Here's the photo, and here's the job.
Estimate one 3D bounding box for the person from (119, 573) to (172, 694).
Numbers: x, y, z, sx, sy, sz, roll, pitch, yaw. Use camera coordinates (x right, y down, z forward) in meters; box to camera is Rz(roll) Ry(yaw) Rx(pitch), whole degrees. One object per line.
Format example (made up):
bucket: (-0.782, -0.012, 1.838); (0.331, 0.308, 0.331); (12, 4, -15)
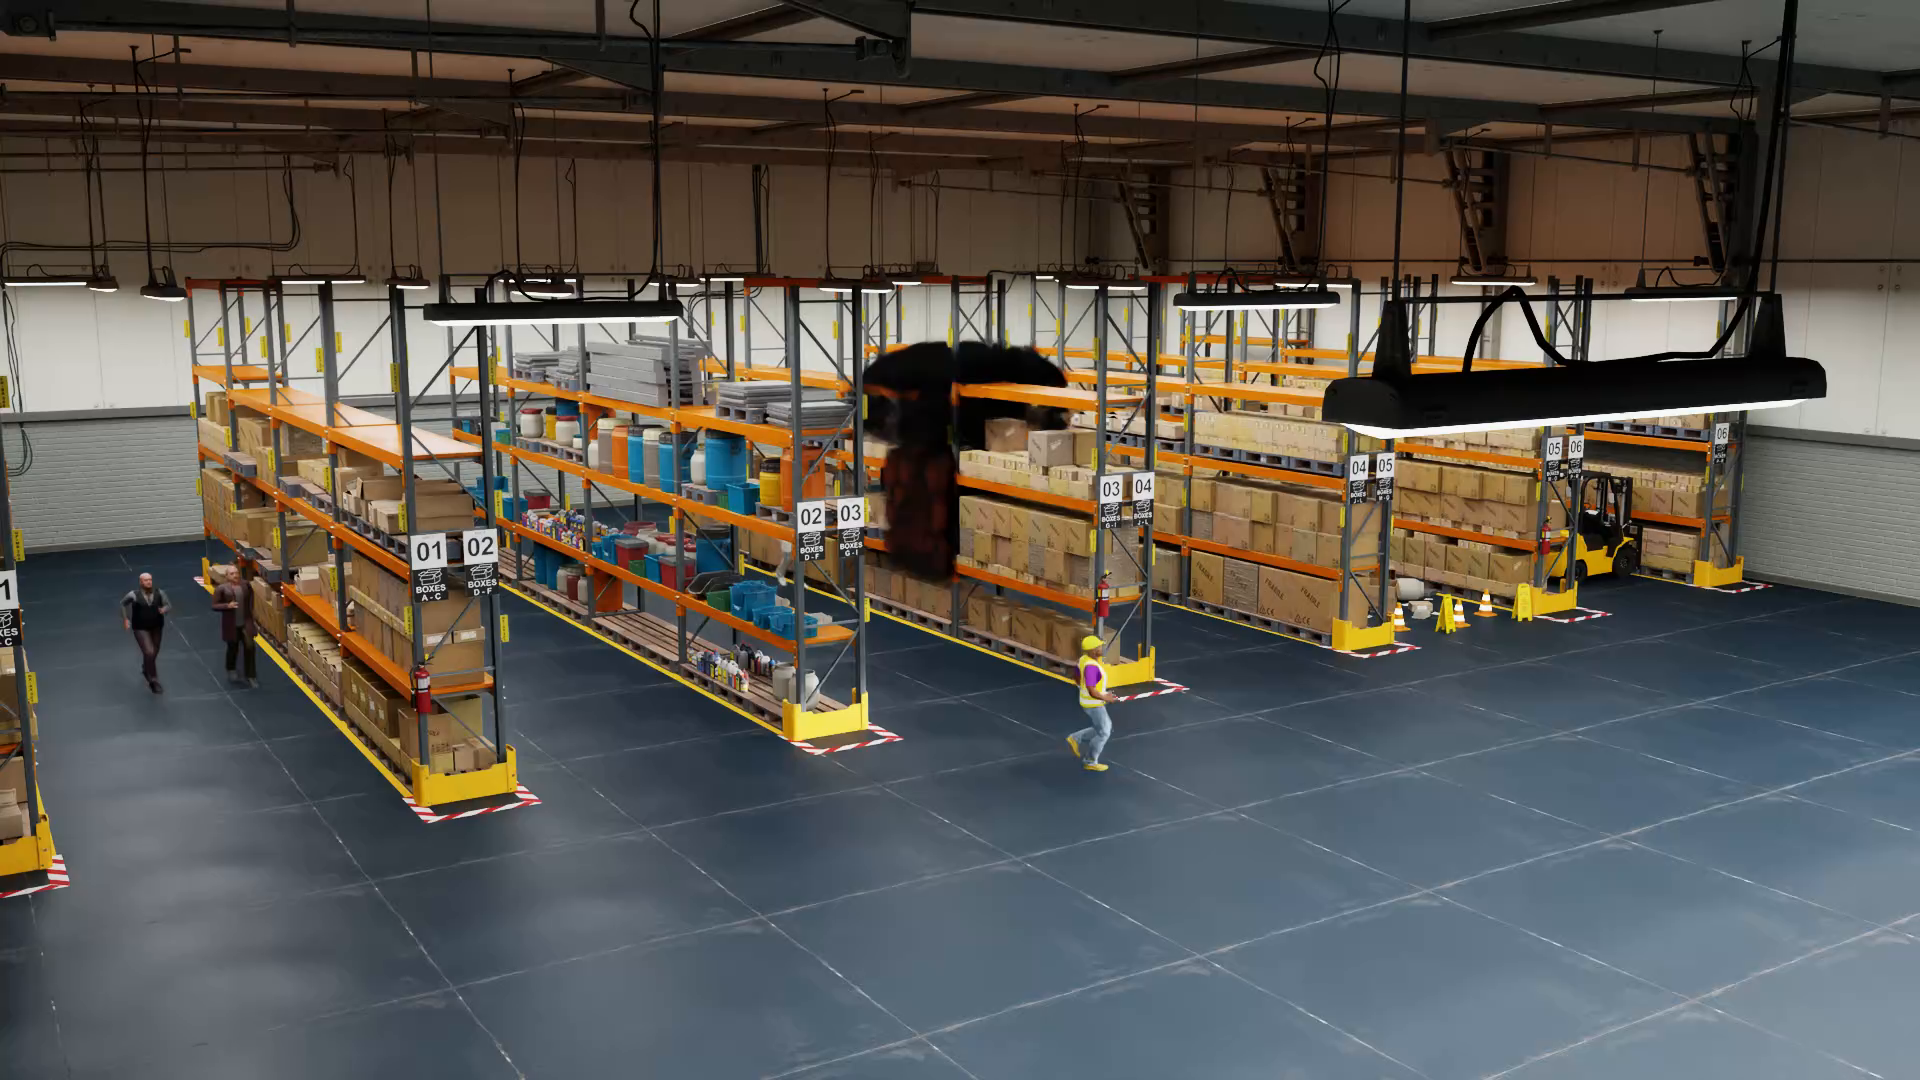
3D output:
person: (-12.058, 1.355, 24.715); (0.871, 1.771, 0.628); (8, 13, 41)

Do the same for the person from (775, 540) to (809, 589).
person: (-3.152, -0.007, 31.059); (0.712, 1.813, 0.895); (-8, 13, -41)

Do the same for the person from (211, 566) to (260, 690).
person: (-10.841, 1.286, 24.916); (0.696, 1.825, 0.916); (-8, 12, -38)

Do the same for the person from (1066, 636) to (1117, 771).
person: (1.642, 2.038, 20.763); (0.588, 1.723, 0.703); (-1, 10, -5)
